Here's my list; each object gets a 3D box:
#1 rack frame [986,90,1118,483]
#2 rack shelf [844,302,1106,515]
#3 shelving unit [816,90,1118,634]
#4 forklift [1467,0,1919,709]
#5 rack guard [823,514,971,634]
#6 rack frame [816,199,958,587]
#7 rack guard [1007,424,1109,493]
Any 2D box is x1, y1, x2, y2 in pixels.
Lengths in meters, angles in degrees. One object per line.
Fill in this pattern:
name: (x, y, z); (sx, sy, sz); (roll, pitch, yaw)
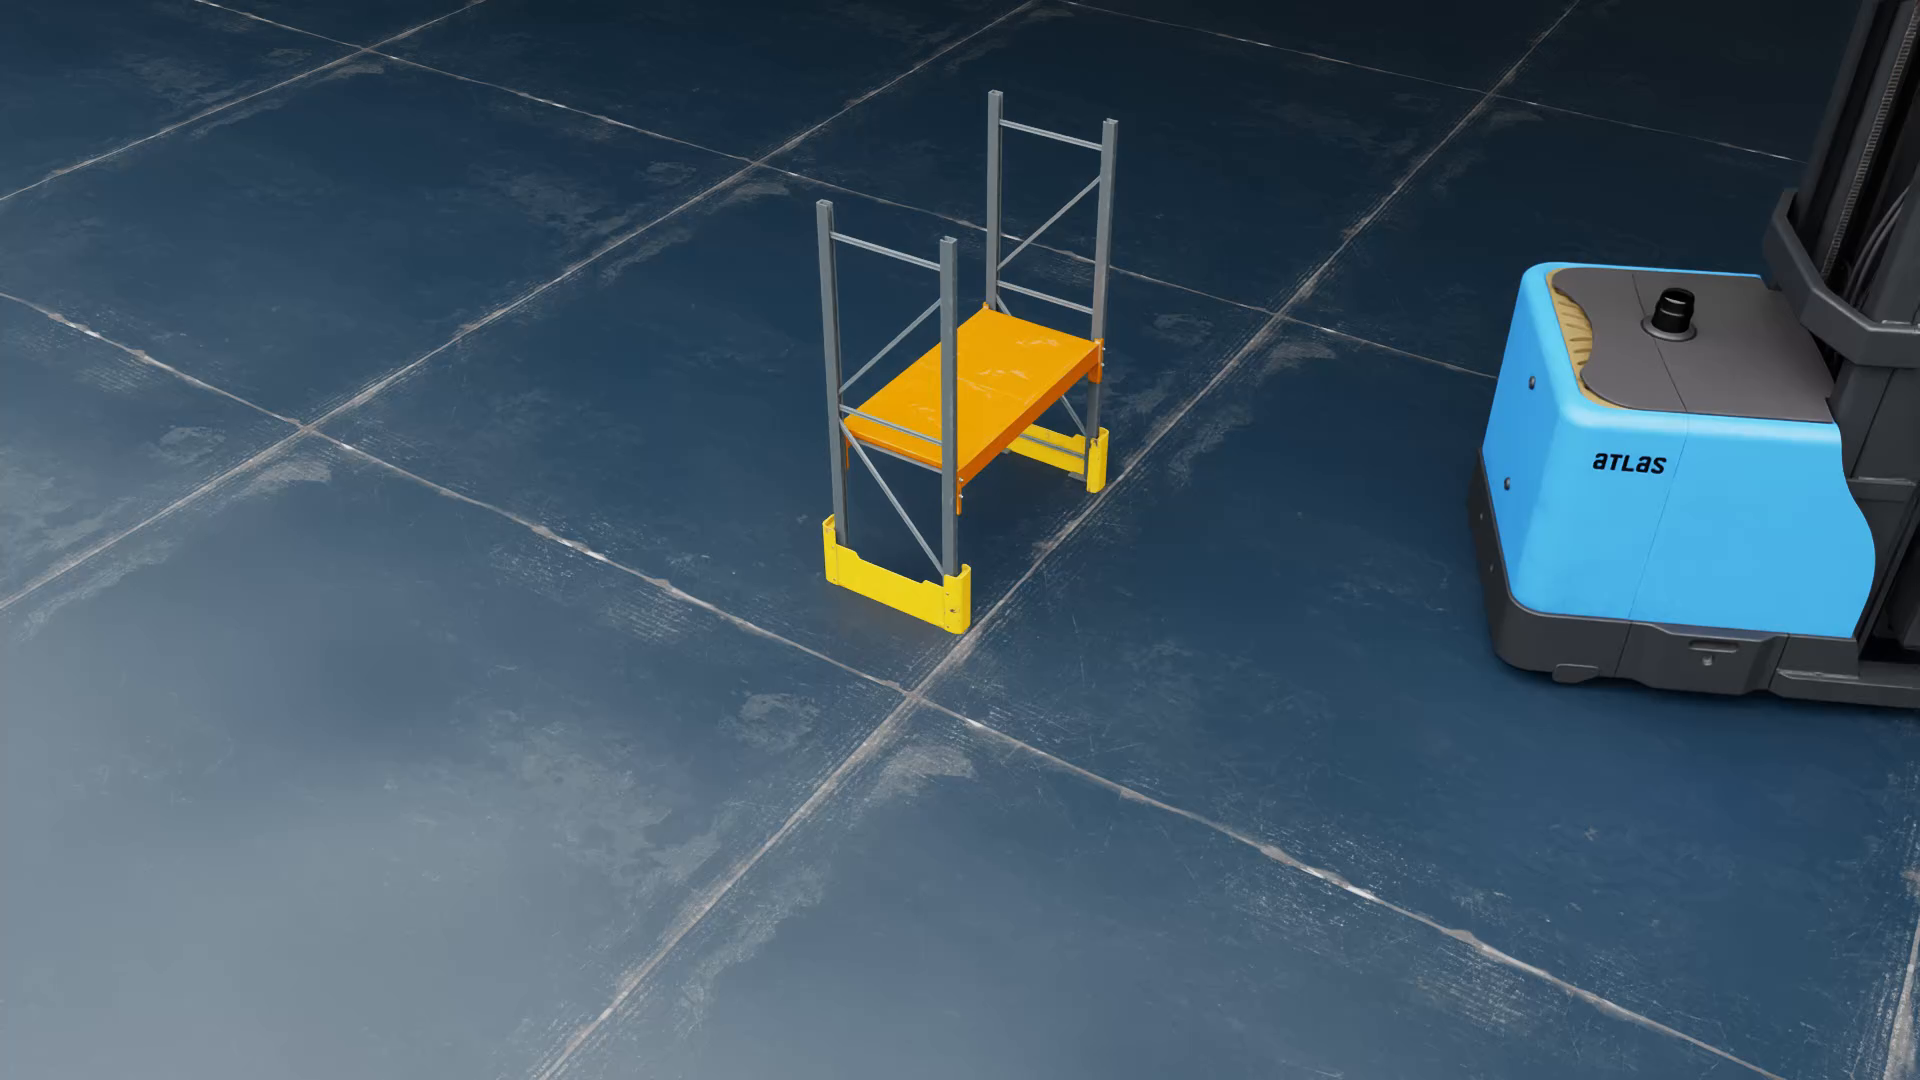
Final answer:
rack frame: (0.318, -0.900, 6.189); (0.500, 1.500, 0.032); (21, 42, 25)
rack shelf: (0.046, -0.496, 5.959); (0.538, 0.185, 1.000); (21, 42, 25)
shelving unit: (0.041, -0.633, 5.843); (0.587, 1.500, 1.083); (21, 42, 25)
forklift: (3.373, -0.873, 4.982); (3.031, 2.935, 1.130); (5, 38, 6)
rack guard: (-0.226, 0.118, 5.892); (0.587, 0.250, 0.087); (21, 42, 25)
rack frame: (-0.227, -0.376, 5.509); (0.500, 1.500, 0.032); (21, 42, 25)
rack guard: (0.308, -0.395, 6.558); (0.587, 0.250, 0.087); (21, 42, 25)
